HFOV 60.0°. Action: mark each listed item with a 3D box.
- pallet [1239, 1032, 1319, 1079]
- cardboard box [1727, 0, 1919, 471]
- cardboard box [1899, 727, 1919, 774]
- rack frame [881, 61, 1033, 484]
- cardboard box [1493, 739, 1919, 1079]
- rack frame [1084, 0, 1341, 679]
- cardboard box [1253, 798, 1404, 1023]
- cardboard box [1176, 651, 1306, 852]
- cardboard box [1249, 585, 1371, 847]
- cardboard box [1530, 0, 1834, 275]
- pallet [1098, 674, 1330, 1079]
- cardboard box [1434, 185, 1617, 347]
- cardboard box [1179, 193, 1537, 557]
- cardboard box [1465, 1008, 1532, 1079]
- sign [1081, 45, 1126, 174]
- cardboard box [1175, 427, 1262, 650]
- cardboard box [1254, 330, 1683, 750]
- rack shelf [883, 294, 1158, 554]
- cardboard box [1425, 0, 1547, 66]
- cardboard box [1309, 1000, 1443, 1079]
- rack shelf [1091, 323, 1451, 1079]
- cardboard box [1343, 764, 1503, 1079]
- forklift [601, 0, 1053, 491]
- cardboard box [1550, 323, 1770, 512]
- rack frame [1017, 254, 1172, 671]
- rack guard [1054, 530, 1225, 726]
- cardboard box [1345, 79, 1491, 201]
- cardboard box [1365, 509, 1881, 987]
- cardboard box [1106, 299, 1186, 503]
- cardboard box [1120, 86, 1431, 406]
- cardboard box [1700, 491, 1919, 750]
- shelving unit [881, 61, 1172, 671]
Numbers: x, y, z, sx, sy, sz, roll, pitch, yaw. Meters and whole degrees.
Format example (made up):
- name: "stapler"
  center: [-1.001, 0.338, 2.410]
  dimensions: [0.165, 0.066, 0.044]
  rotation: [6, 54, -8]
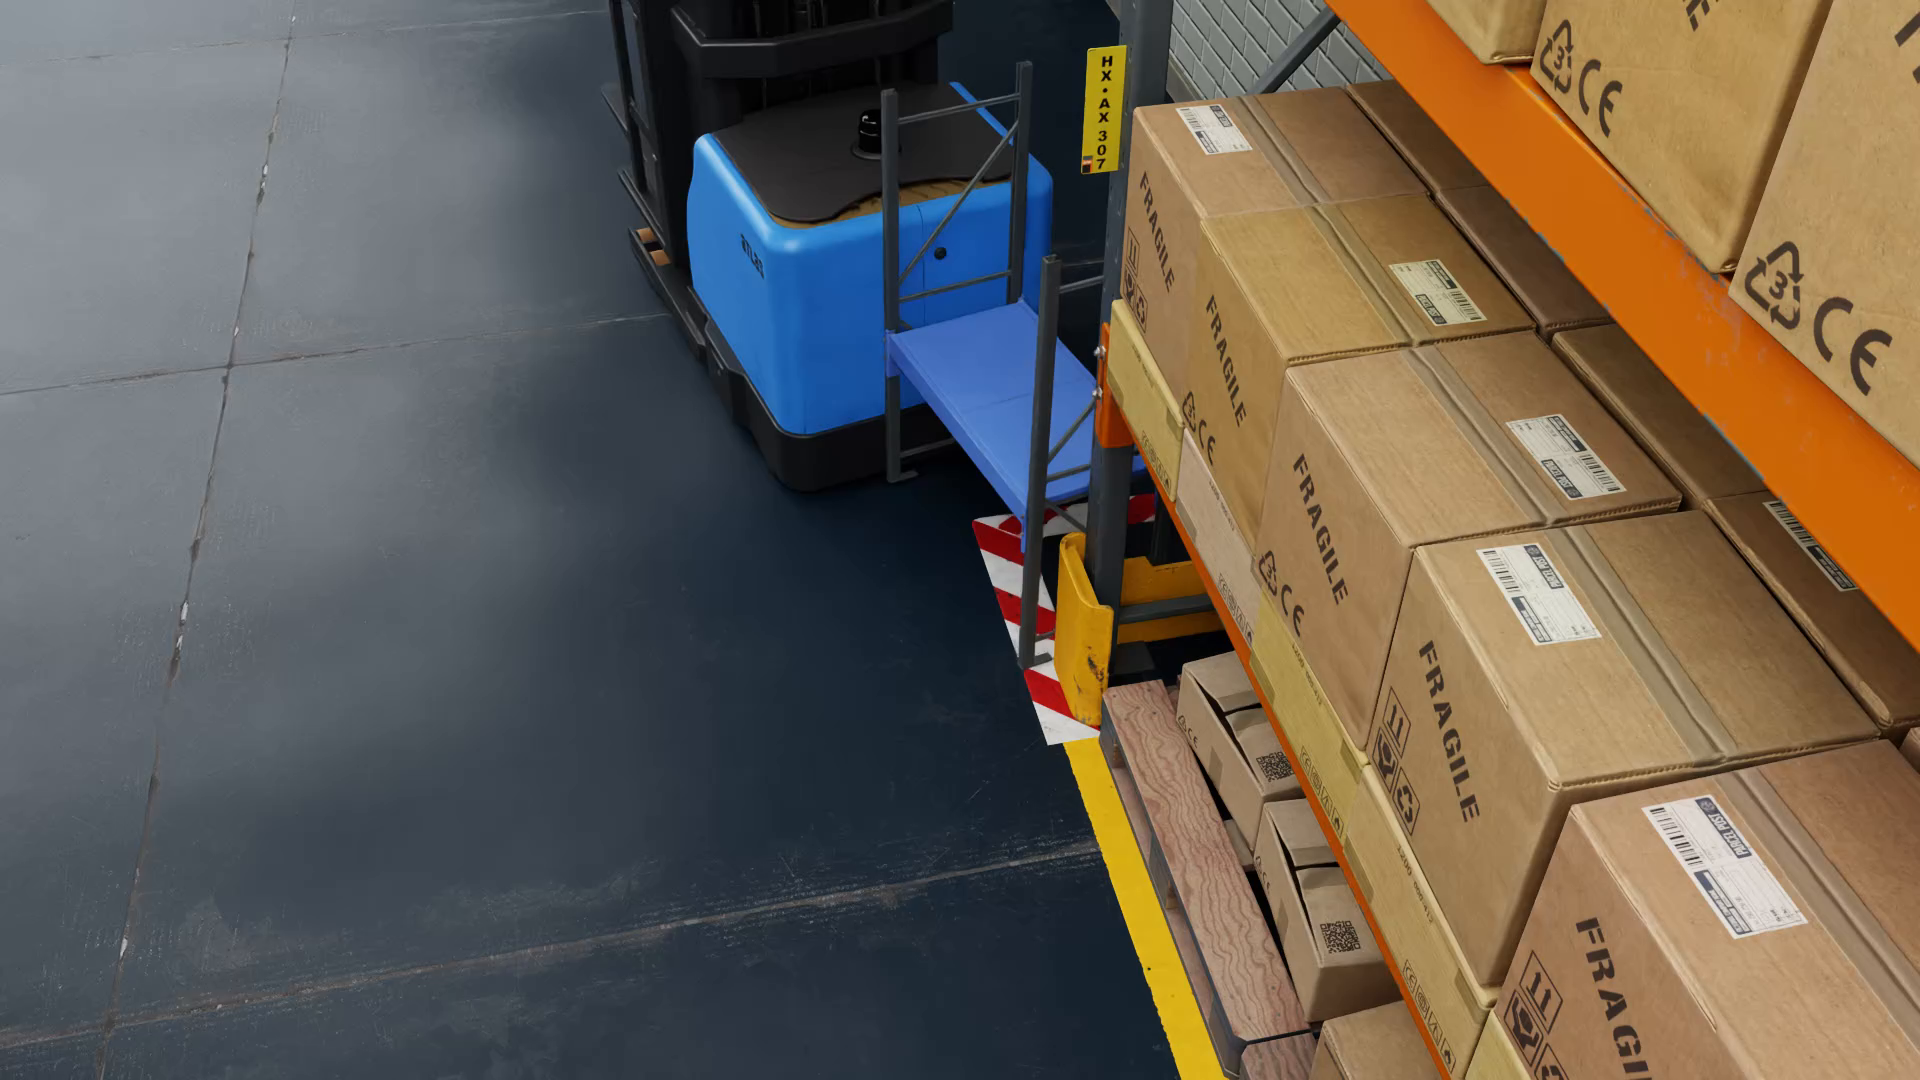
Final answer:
- name: "pallet"
  center: [1.295, 1.627, 3.758]
  dimensions: [1.003, 0.211, 1.213]
  rotation: [-8, 42, -9]
- name: "cardboard box"
  center: [1.138, -0.335, 1.518]
  dimensions: [0.500, 0.500, 0.500]
  rotation: [-10, 43, -11]
- name: "cardboard box"
  center: [1.634, 0.581, 2.369]
  dimensions: [0.500, 0.500, 0.500]
  rotation: [-7, 42, -8]
- name: "rack frame"
  center: [-0.019, -0.839, 5.532]
  dimensions: [0.500, 1.500, 0.032]
  rotation: [-17, 45, -20]
- name: "cardboard box"
  center: [1.126, 0.662, 2.277]
  dimensions: [0.500, 0.500, 0.500]
  rotation: [-9, 42, -11]
- name: "rack frame"
  center: [0.878, -0.786, 4.376]
  dimensions: [1.000, 3.000, 0.127]
  rotation: [-8, 42, -9]
- name: "cardboard box"
  center: [1.062, 0.886, 4.186]
  dimensions: [0.500, 0.311, 0.500]
  rotation: [-5, 42, -6]
- name: "cardboard box"
  center: [0.939, 0.517, 4.603]
  dimensions: [0.500, 0.311, 0.500]
  rotation: [-13, 43, -14]
- name: "cardboard box"
  center: [0.903, 0.290, 3.262]
  dimensions: [0.500, 0.250, 0.500]
  rotation: [-9, 42, -10]
- name: "cardboard box"
  center: [1.039, -0.666, 1.891]
  dimensions: [0.500, 0.500, 0.500]
  rotation: [-6, 42, -7]
- name: "pallet"
  center: [1.035, 0.838, 4.647]
  dimensions: [1.003, 0.211, 1.213]
  rotation: [-8, 42, -9]
- name: "cardboard box"
  center: [1.286, -0.415, 3.491]
  dimensions: [0.500, 0.500, 0.500]
  rotation: [-8, 42, -9]
- name: "cardboard box"
  center: [0.784, -0.343, 3.410]
  dimensions: [0.500, 0.500, 0.500]
  rotation: [-8, 42, -9]
- name: "cardboard box"
  center: [1.120, 0.944, 2.525]
  dimensions: [0.500, 0.250, 0.500]
  rotation: [-9, 42, -10]
- name: "sign"
  center: [0.348, -1.032, 4.001]
  dimensions: [0.100, 0.325, 0.005]
  rotation: [-8, 42, -9]
- name: "cardboard box"
  center: [0.799, -0.041, 3.634]
  dimensions: [0.500, 0.250, 0.500]
  rotation: [-10, 42, -11]
- name: "cardboard box"
  center: [0.890, -0.008, 3.032]
  dimensions: [0.500, 0.500, 0.500]
  rotation: [-10, 42, -11]
- name: "rack shelf"
  center: [0.201, -0.399, 5.312]
  dimensions: [0.538, 0.185, 1.000]
  rotation: [-17, 45, -20]
- name: "cardboard box"
  center: [0.903, -1.011, 2.279]
  dimensions: [0.500, 0.500, 0.500]
  rotation: [-7, 42, -7]
- name: "cardboard box"
  center: [1.172, 1.298, 3.580]
  dimensions: [0.700, 0.500, 0.500]
  rotation: [-11, 43, -12]
- name: "rack shelf"
  center: [1.310, 0.780, 3.154]
  dimensions: [1.077, 0.370, 4.000]
  rotation: [-8, 42, -9]
- name: "cardboard box"
  center: [1.010, 0.618, 2.892]
  dimensions: [0.500, 0.250, 0.500]
  rotation: [-8, 42, -9]
- name: "forklift"
  center: [-0.748, -2.248, 6.075]
  dimensions: [1.130, 2.935, 3.031]
  rotation: [-17, 44, -18]
- name: "cardboard box"
  center: [1.402, -0.080, 3.114]
  dimensions: [0.500, 0.500, 0.500]
  rotation: [-9, 42, -10]
- name: "rack frame"
  center: [0.427, -0.227, 4.854]
  dimensions: [0.500, 1.500, 0.032]
  rotation: [-17, 45, -20]
- name: "rack guard"
  center: [0.894, 0.198, 5.150]
  dimensions: [1.175, 0.500, 0.348]
  rotation: [-8, 42, -9]
- name: "cardboard box"
  center: [1.187, -0.743, 3.860]
  dimensions: [0.500, 0.500, 0.500]
  rotation: [-9, 42, -10]
- name: "cardboard box"
  center: [1.013, 0.325, 2.657]
  dimensions: [0.500, 0.500, 0.500]
  rotation: [-7, 42, -8]
- name: "cardboard box"
  center: [0.673, -0.375, 4.011]
  dimensions: [0.500, 0.250, 0.500]
  rotation: [-9, 42, -11]
- name: "cardboard box"
  center: [0.687, -0.665, 3.773]
  dimensions: [0.500, 0.500, 0.500]
  rotation: [-8, 42, -9]
- name: "cardboard box"
  center: [1.511, 0.246, 2.746]
  dimensions: [0.500, 0.500, 0.500]
  rotation: [-8, 42, -9]
- name: "shelving unit"
  center: [0.204, -0.533, 5.193]
  dimensions: [0.538, 1.500, 1.048]
  rotation: [-17, 45, -20]
